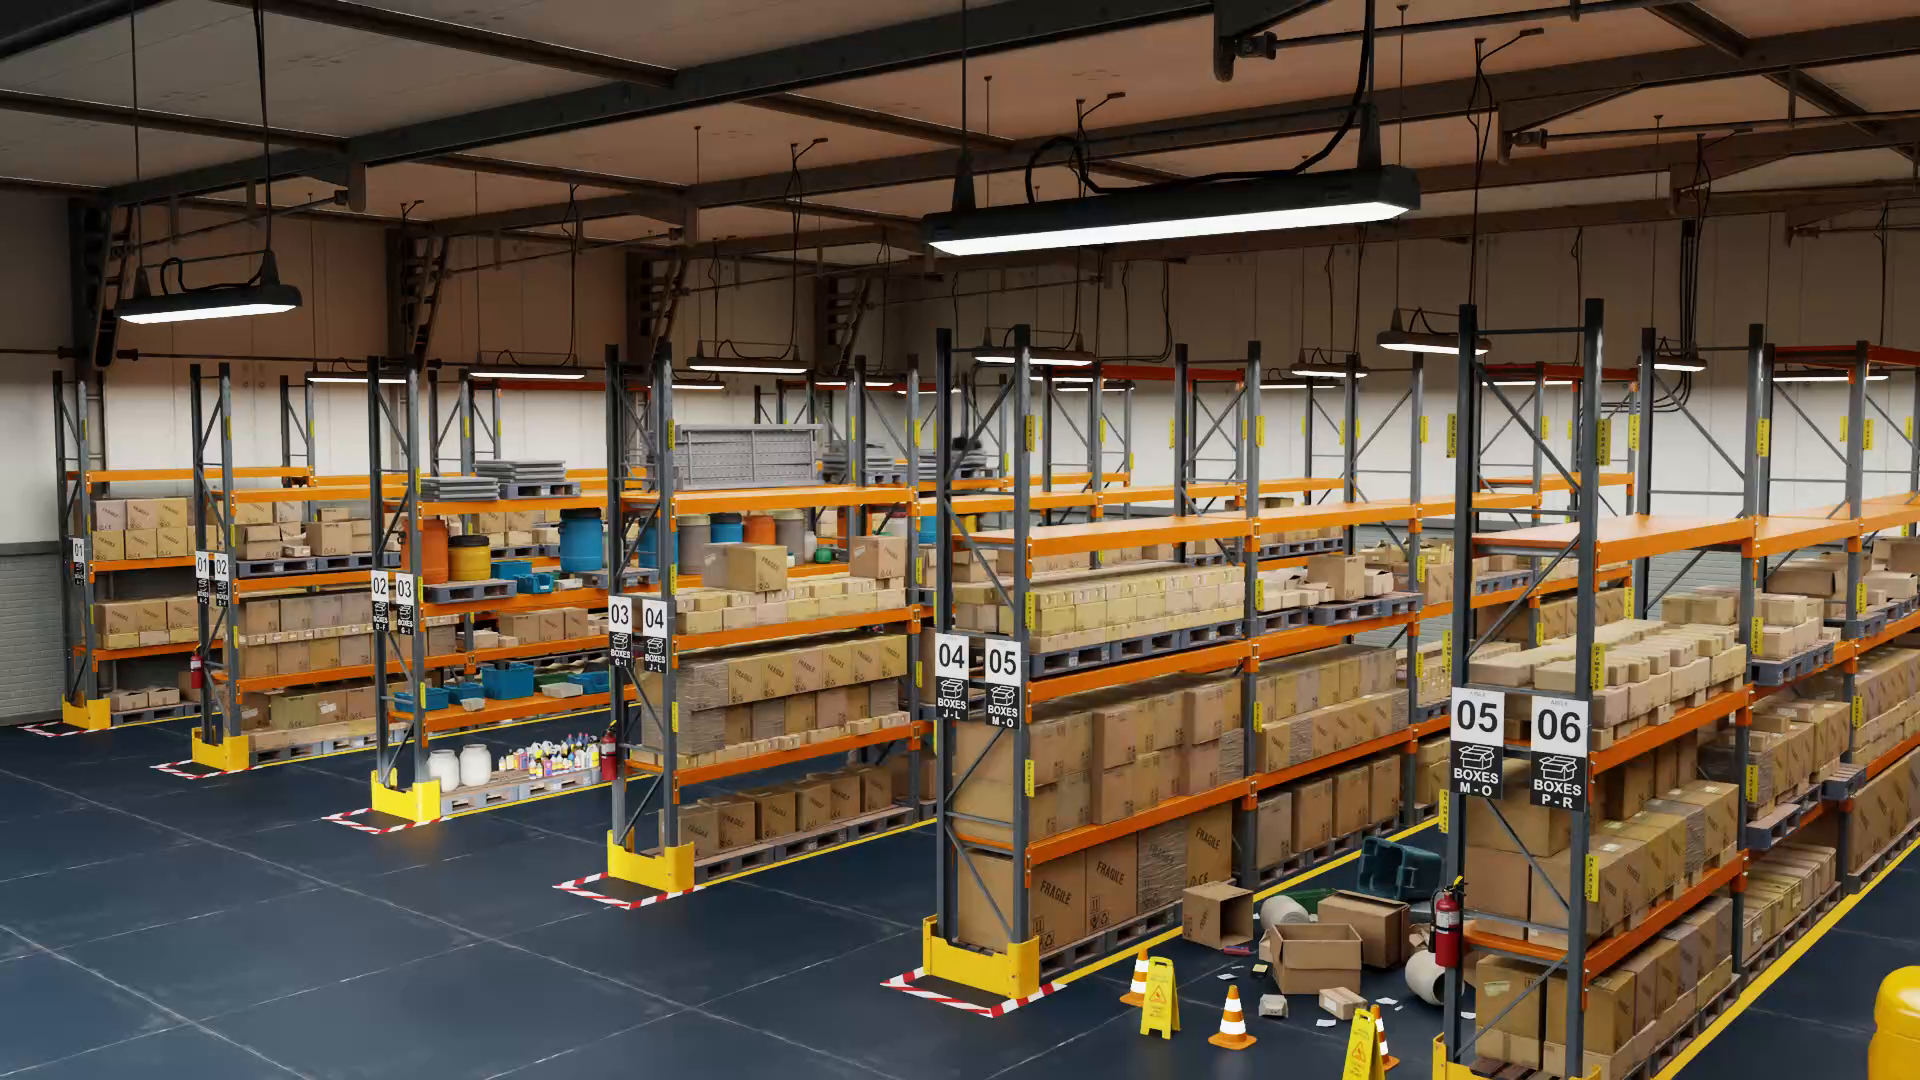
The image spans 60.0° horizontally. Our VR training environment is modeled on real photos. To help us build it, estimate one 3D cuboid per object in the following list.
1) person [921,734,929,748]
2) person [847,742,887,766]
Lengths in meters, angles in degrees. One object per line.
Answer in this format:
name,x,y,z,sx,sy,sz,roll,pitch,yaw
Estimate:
person,-0.603,2.579,24.387,0.561,1.622,0.649,4,6,43
person,-1.409,2.512,24.443,0.660,1.722,0.990,2,5,30
